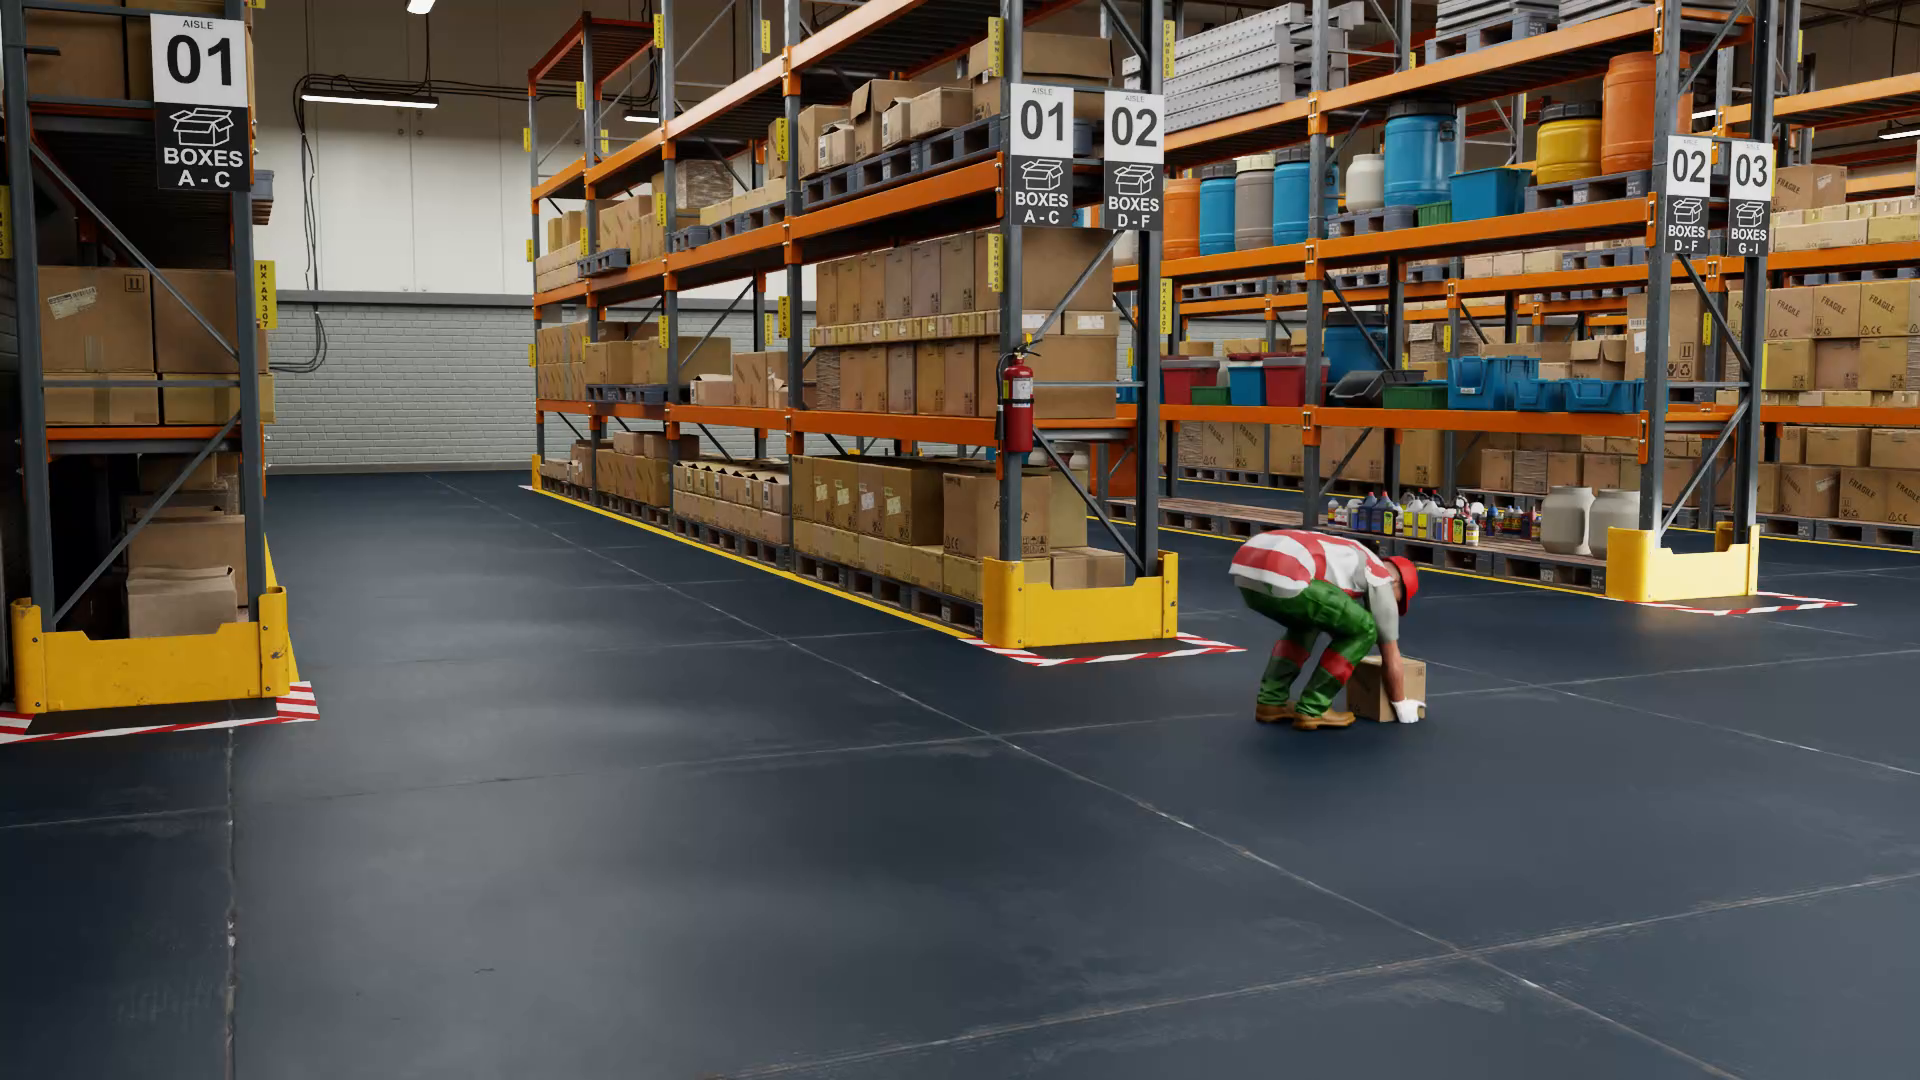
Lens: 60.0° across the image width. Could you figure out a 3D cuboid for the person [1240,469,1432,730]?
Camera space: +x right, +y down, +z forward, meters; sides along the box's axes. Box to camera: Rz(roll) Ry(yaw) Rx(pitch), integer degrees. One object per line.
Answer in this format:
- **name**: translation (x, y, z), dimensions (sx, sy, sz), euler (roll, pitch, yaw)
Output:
- **person**: translation (1.707, 0.247, 7.450), dimensions (0.962, 1.129, 0.494), euler (-3, 6, -26)
